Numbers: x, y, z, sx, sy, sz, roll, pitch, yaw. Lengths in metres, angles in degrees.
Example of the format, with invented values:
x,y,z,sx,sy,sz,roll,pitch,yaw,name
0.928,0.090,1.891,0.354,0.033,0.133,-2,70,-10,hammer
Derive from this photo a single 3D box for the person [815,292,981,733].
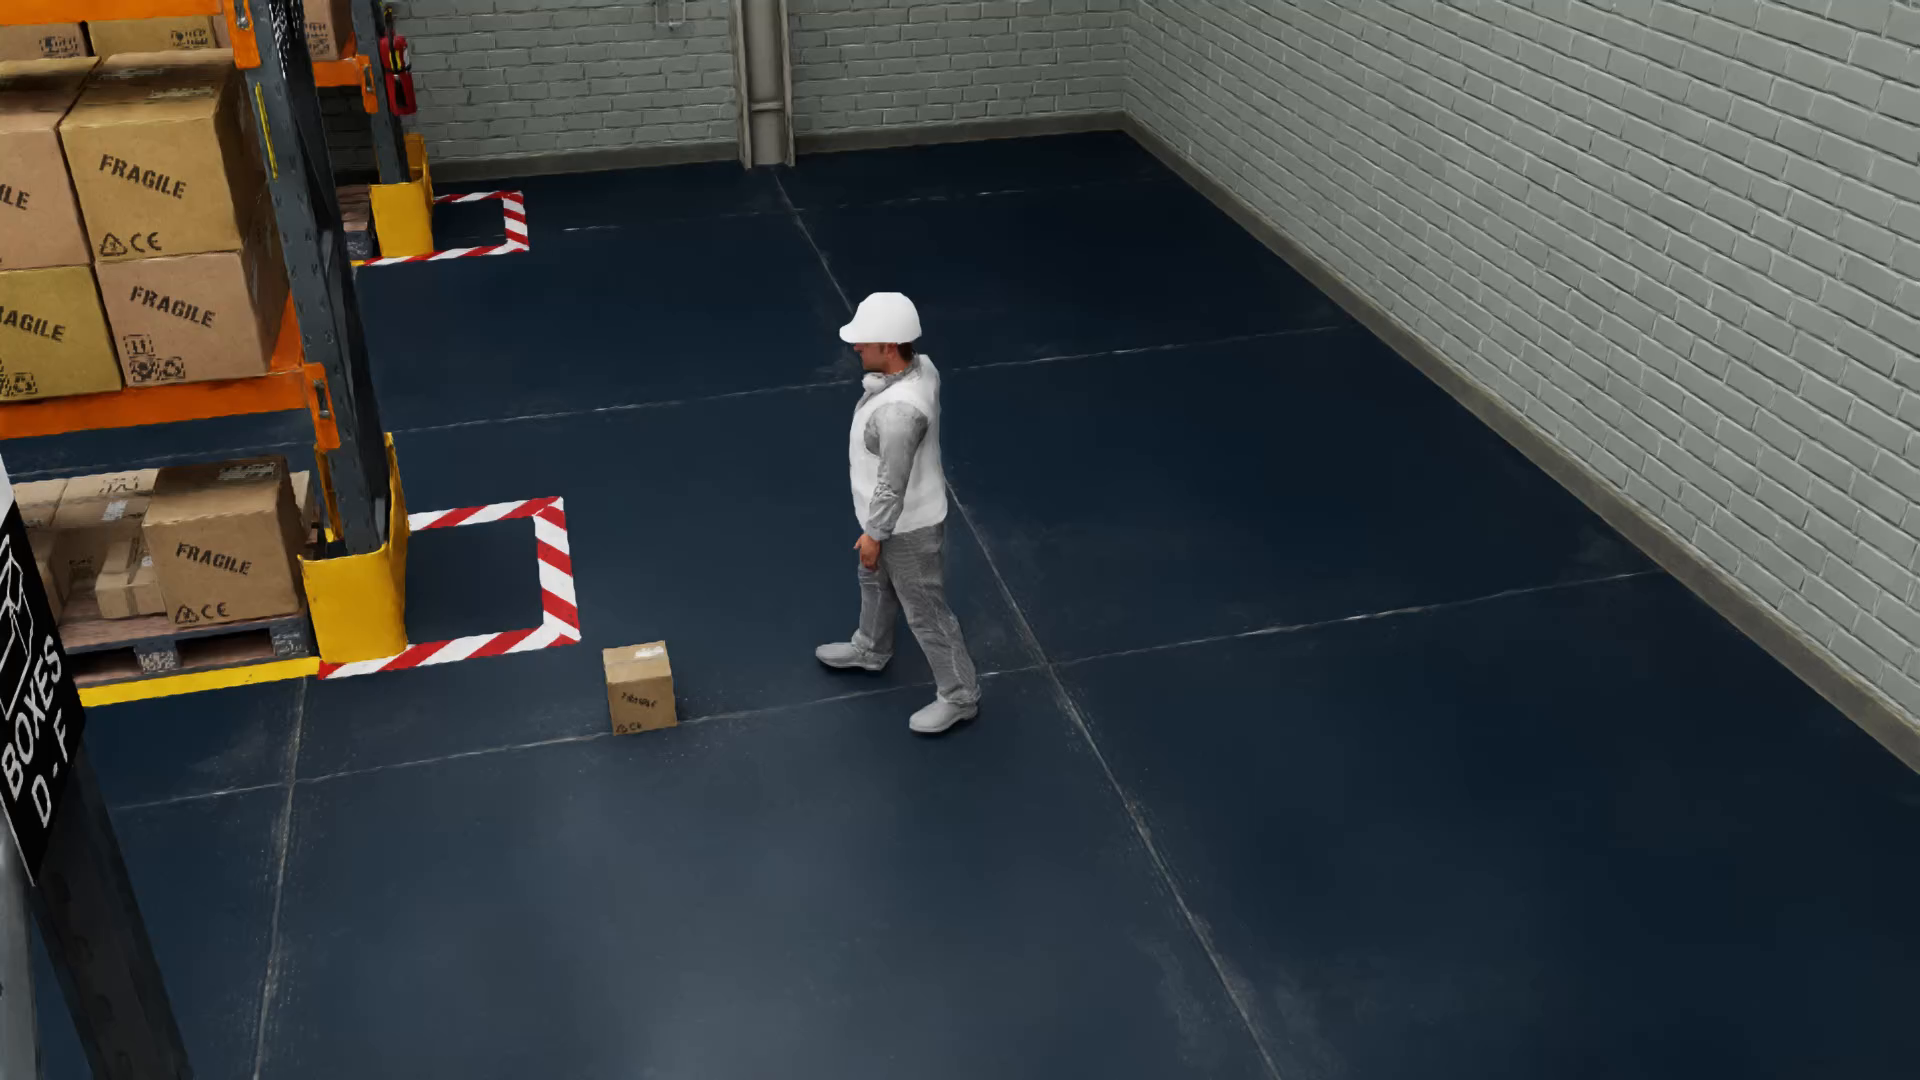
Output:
x,y,z,sx,sy,sz,roll,pitch,yaw,name
-0.259,-0.127,6.310,0.680,1.758,0.613,-1,30,-1,person
